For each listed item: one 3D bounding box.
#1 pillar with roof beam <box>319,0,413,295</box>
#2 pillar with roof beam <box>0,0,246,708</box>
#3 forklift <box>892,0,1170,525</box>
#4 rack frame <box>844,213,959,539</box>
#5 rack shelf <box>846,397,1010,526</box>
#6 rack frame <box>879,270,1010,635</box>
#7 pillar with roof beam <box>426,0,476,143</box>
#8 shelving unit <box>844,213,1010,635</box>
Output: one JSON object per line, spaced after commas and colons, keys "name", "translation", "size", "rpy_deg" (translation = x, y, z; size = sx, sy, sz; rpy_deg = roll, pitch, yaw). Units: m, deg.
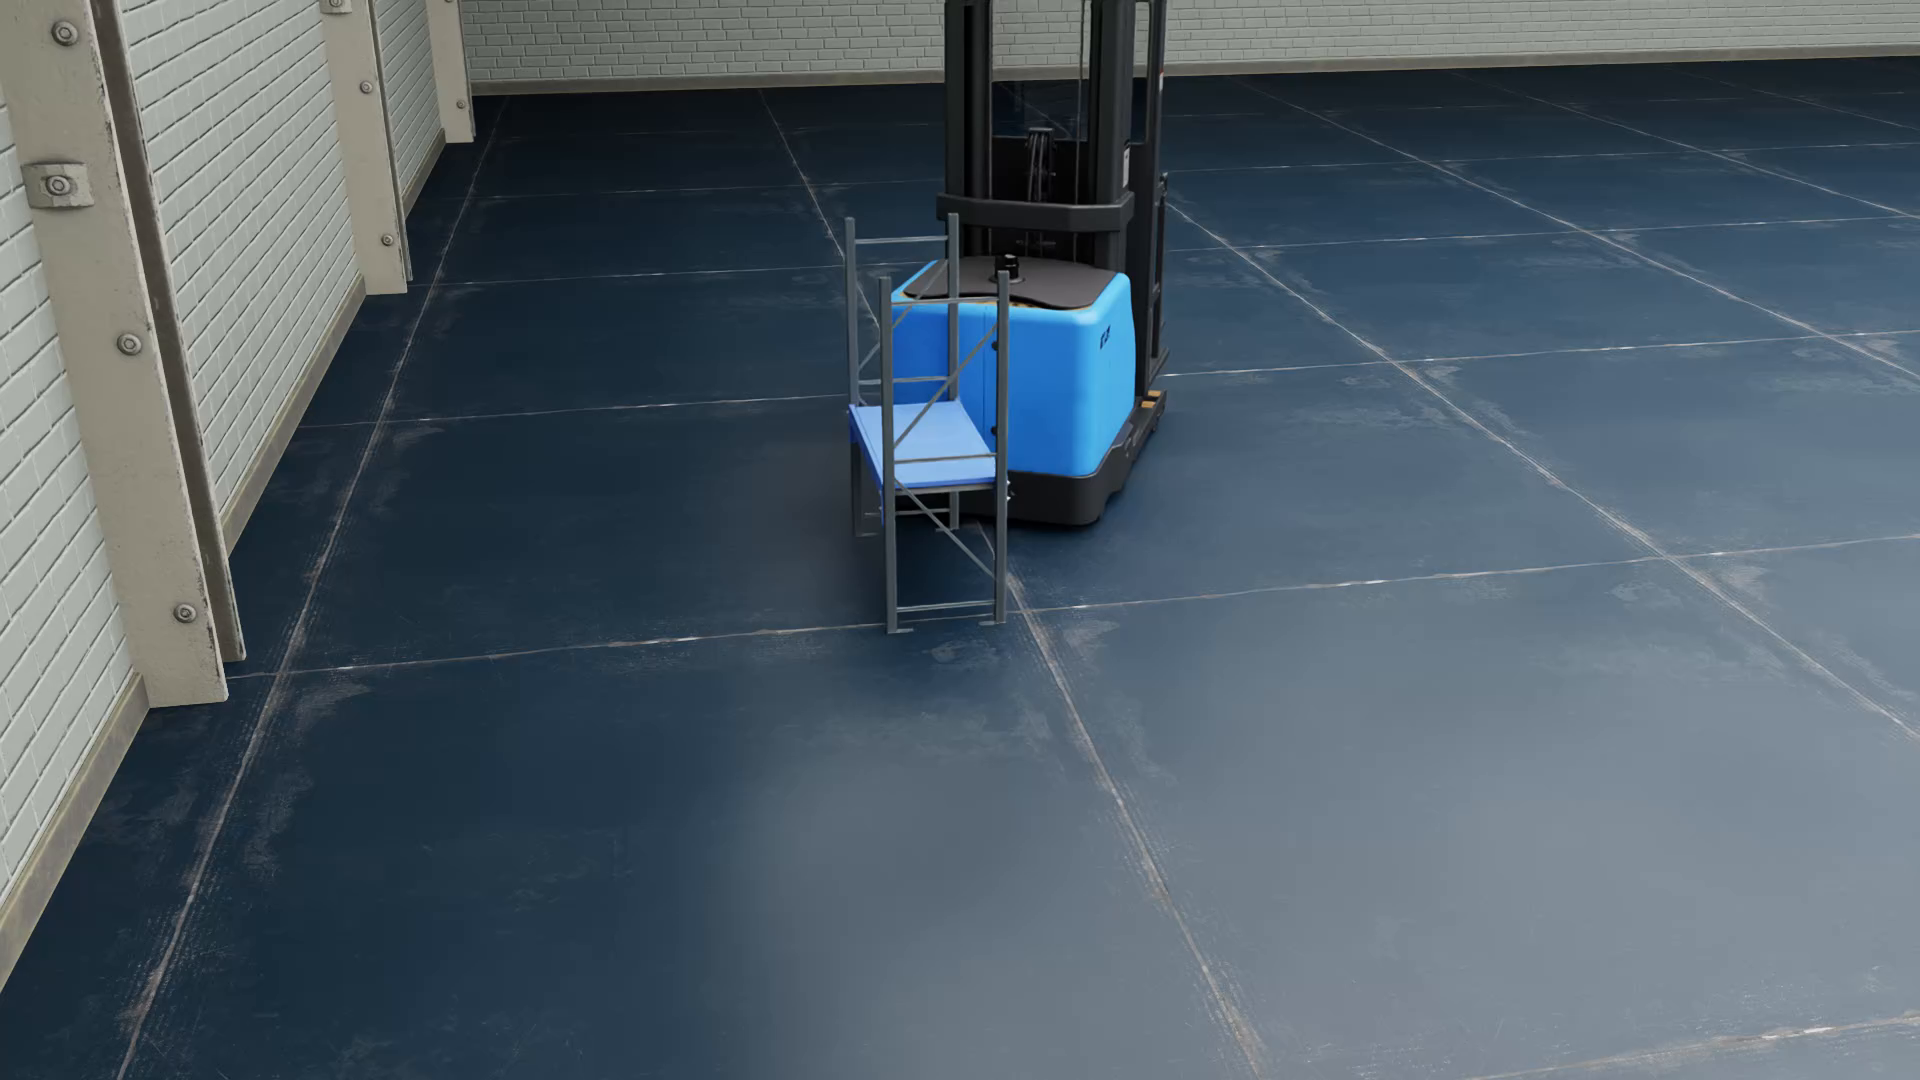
{"name": "pillar with roof beam", "translation": [0.132, -6.254, 10.826], "size": [9.100, 9.000, 0.400], "rpy_deg": [-4, 24, -10]}
{"name": "pillar with roof beam", "translation": [1.242, -3.894, 5.423], "size": [9.100, 9.000, 0.400], "rpy_deg": [-4, 24, -10]}
{"name": "forklift", "translation": [0.527, -1.975, 8.610], "size": [1.130, 2.935, 3.031], "rpy_deg": [7, 24, 15]}
{"name": "rack frame", "translation": [-0.255, -0.720, 7.524], "size": [0.500, 1.500, 0.032], "rpy_deg": [-5, 24, -10]}
{"name": "rack shelf", "translation": [-0.156, -0.355, 7.139], "size": [0.538, 0.185, 1.000], "rpy_deg": [-5, 24, -10]}
{"name": "rack frame", "translation": [-0.058, -0.320, 6.609], "size": [0.500, 1.500, 0.032], "rpy_deg": [-5, 24, -10]}
{"name": "pillar with roof beam", "translation": [-0.977, -8.614, 16.230], "size": [9.100, 9.000, 0.400], "rpy_deg": [-4, 24, -10]}
{"name": "shelving unit", "translation": [-0.156, -0.520, 7.067], "size": [0.538, 1.500, 1.048], "rpy_deg": [-5, 24, -10]}
